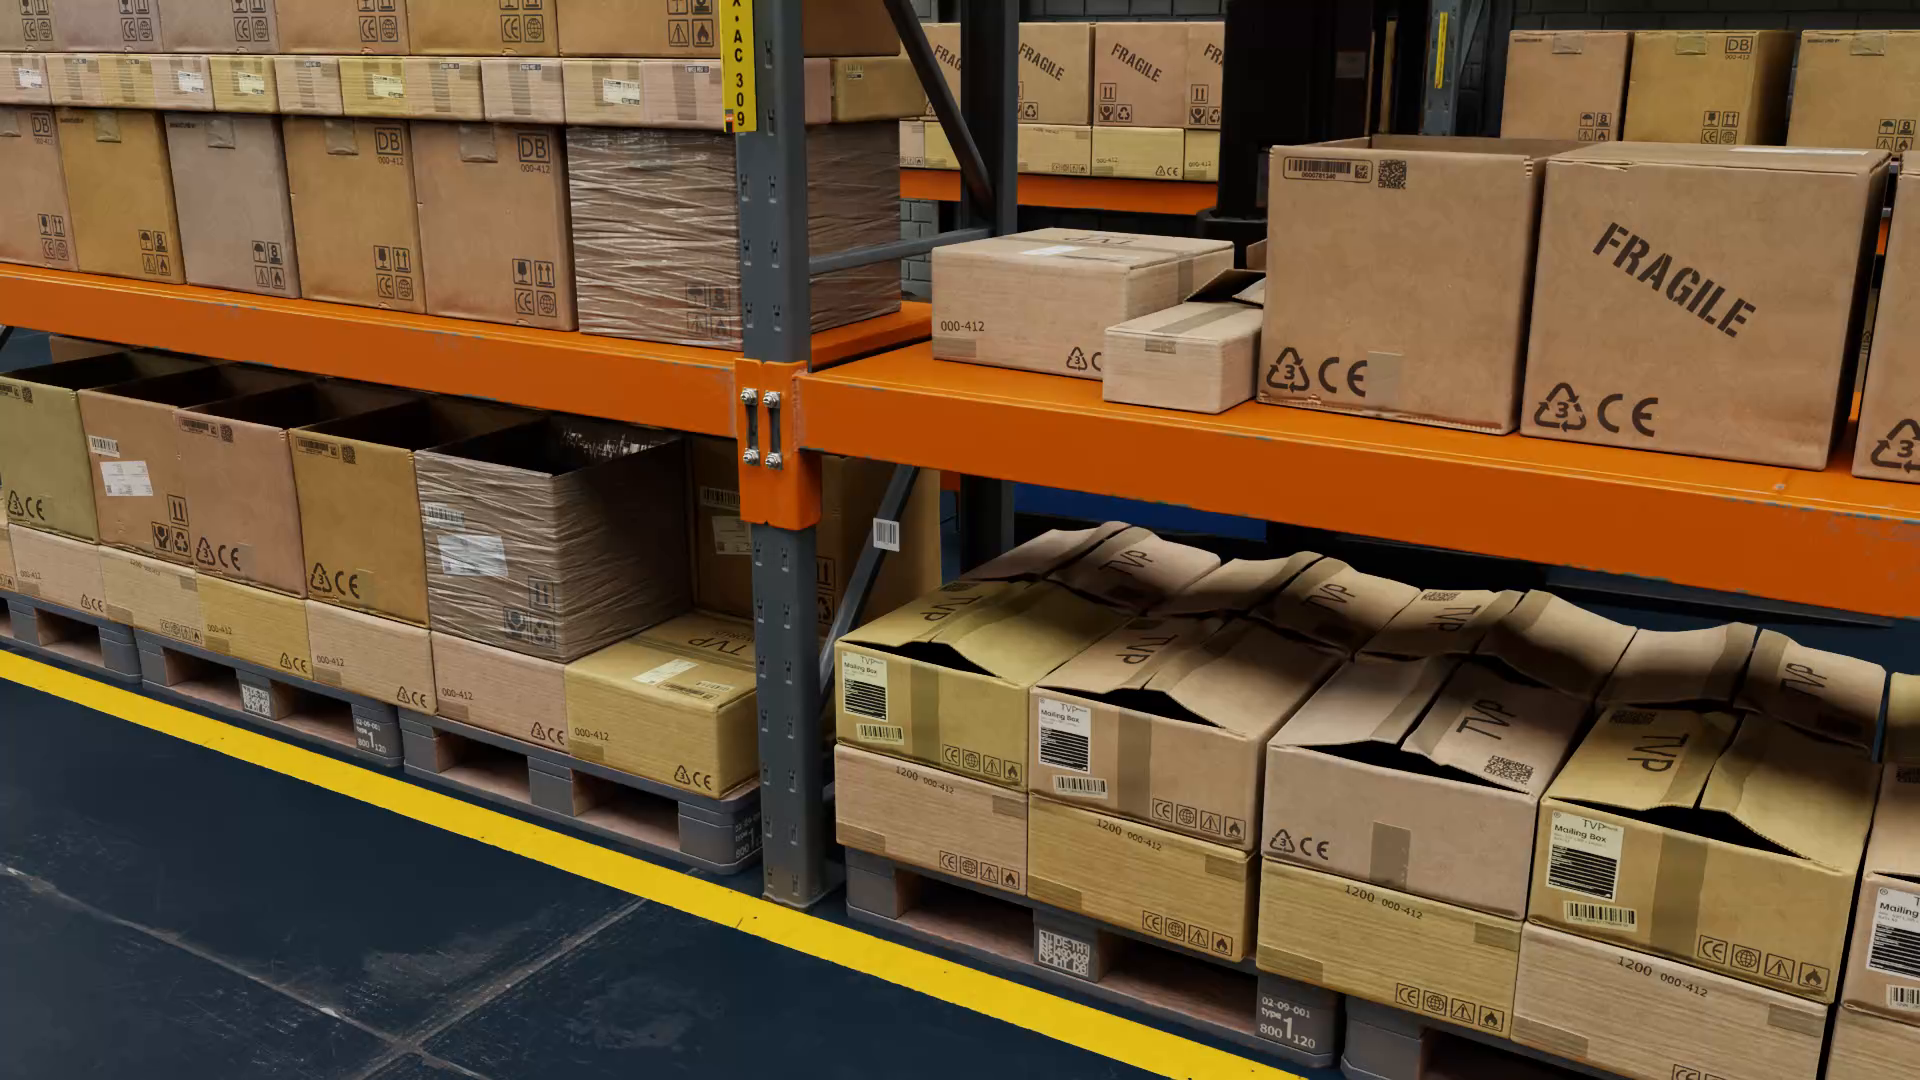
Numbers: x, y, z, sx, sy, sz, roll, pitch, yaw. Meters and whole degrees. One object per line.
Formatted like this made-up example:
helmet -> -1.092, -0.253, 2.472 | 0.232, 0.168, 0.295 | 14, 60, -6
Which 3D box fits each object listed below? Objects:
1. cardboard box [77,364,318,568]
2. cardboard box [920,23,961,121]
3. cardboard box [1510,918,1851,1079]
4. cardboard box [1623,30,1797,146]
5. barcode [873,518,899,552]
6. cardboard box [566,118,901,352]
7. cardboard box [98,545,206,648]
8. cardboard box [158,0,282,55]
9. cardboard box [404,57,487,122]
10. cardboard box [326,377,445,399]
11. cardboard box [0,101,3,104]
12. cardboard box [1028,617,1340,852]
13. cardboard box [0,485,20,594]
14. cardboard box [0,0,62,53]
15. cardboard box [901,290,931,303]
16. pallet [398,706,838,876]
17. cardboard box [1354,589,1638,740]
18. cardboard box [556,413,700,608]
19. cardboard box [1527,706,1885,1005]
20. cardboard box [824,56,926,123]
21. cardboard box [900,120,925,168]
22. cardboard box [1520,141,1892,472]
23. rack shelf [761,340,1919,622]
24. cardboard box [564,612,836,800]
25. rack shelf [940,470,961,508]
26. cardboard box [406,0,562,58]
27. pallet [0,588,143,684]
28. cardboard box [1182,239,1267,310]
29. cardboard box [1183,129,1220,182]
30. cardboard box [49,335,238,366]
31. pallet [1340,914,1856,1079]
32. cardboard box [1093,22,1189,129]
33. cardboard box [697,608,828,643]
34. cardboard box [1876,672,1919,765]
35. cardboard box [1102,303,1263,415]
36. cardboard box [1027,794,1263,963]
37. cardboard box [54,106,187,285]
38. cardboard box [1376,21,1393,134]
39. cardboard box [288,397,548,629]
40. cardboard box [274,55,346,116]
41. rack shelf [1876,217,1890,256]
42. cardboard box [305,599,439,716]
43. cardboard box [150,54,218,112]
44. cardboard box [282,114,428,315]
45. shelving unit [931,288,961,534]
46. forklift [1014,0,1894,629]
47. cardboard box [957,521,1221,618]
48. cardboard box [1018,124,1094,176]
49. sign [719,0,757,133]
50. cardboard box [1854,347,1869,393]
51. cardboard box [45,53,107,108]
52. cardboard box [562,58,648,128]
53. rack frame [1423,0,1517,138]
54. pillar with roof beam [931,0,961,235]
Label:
cardboard box -> -2.370, -0.247, 5.252 | 0.500, 0.500, 0.500 | 10, 20, 30
cardboard box -> 0.122, -2.507, 8.908 | 0.500, 0.500, 0.500 | 9, 19, 28
cardboard box -> 1.363, 0.791, 3.123 | 0.500, 0.250, 0.500 | 11, 20, 31
cardboard box -> 3.316, -1.993, 7.352 | 0.500, 0.500, 0.700 | 13, 21, 36
barcode -> -0.162, -0.012, 3.651 | 0.075, 0.075, 0.001 | 10, 20, 30
cardboard box -> -0.543, -0.794, 4.161 | 0.500, 0.500, 0.700 | 10, 19, 29
cardboard box -> -2.376, 0.114, 5.352 | 0.500, 0.250, 0.500 | 10, 20, 30
cardboard box -> -1.826, -1.643, 4.726 | 0.500, 0.500, 0.700 | 10, 20, 30
cardboard box -> -1.164, -1.143, 4.196 | 0.250, 0.149, 0.380 | 10, 20, 30
cardboard box -> -1.672, -0.300, 5.425 | 0.500, 0.500, 0.500 | 10, 20, 30
cardboard box -> -2.910, -1.456, 5.224 | 0.250, 0.149, 0.380 | 10, 20, 30
cardboard box -> 0.484, 0.369, 3.550 | 0.500, 0.311, 0.500 | 10, 19, 29
cardboard box -> -3.229, -0.037, 5.850 | 0.500, 0.250, 0.500 | 10, 20, 30
cardboard box -> -2.683, -1.796, 5.229 | 0.500, 0.500, 0.700 | 10, 19, 29
cardboard box -> -0.438, -1.312, 9.909 | 0.500, 0.311, 0.500 | 8, 19, 24
pallet -> -0.817, 0.523, 4.796 | 1.213, 0.211, 1.003 | 10, 20, 30
cardboard box -> 1.204, 0.311, 3.739 | 0.500, 0.311, 0.500 | 10, 20, 30
cardboard box -> -0.823, -0.146, 4.919 | 0.500, 0.500, 0.500 | 10, 20, 30
cardboard box -> 1.371, 0.525, 3.037 | 0.500, 0.311, 0.500 | 11, 20, 32
cardboard box -> -0.289, -1.127, 4.142 | 0.250, 0.149, 0.380 | 10, 20, 30
cardboard box -> -0.281, -2.225, 9.269 | 0.500, 0.250, 0.500 | 9, 19, 28
cardboard box -> 1.360, -0.450, 3.031 | 0.500, 0.500, 0.500 | 10, 20, 30
rack shelf -> 1.543, -0.031, 3.061 | 4.000, 0.370, 1.077 | 10, 20, 30
cardboard box -> -0.671, 0.418, 4.351 | 0.500, 0.250, 0.500 | 10, 20, 30
rack shelf -> 0.046, -0.218, 6.786 | 0.240, 0.259, 0.215 | 10, 20, 30
cardboard box -> -0.974, -1.491, 4.224 | 0.500, 0.500, 0.700 | 10, 20, 30
pallet -> -2.896, 0.152, 6.018 | 1.213, 0.211, 1.003 | 10, 20, 30
cardboard box -> 0.684, -0.527, 3.687 | 0.258, 0.266, 0.396 | 10, 19, 29
cardboard box -> 1.445, -1.920, 8.264 | 0.500, 0.250, 0.500 | 10, 20, 30
cardboard box -> -2.957, -0.524, 6.165 | 0.500, 0.500, 0.500 | 10, 20, 30
pallet -> 1.530, 0.942, 3.416 | 1.213, 0.211, 1.003 | 10, 20, 30
cardboard box -> 1.011, -2.353, 8.400 | 0.500, 0.500, 0.500 | 9, 19, 28
cardboard box -> -0.398, 0.289, 4.776 | 0.500, 0.250, 0.500 | 10, 20, 30
cardboard box -> 2.069, 0.467, 3.228 | 0.500, 0.311, 0.500 | 10, 19, 29
cardboard box -> 0.487, -0.374, 3.384 | 0.250, 0.149, 0.380 | 10, 20, 30
cardboard box -> 0.487, 0.636, 3.636 | 0.500, 0.250, 0.500 | 11, 20, 31
cardboard box -> -2.309, -1.106, 5.190 | 0.500, 0.500, 0.700 | 10, 20, 30
cardboard box -> 1.863, -2.199, 7.894 | 0.500, 0.500, 0.500 | 10, 20, 30
cardboard box -> -1.519, -0.094, 4.749 | 0.500, 0.500, 0.500 | 10, 20, 30
cardboard box -> -1.587, -1.220, 4.448 | 0.250, 0.149, 0.380 | 11, 20, 32
rack shelf -> 4.132, -1.259, 7.102 | 4.000, 0.370, 1.077 | 10, 20, 30
cardboard box -> -1.526, 0.268, 4.848 | 0.500, 0.250, 0.500 | 10, 20, 30
cardboard box -> -2.039, -1.299, 4.710 | 0.250, 0.149, 0.380 | 10, 20, 31
cardboard box -> -1.421, -0.949, 4.674 | 0.500, 0.500, 0.700 | 10, 20, 31
shelving unit -> 0.046, -0.494, 6.702 | 0.252, 1.050, 0.215 | 10, 20, 30
forklift -> 1.685, -1.185, 5.738 | 3.031, 2.935, 1.130 | 7, 18, 23
cardboard box -> 0.334, 0.157, 4.246 | 0.500, 0.311, 0.500 | 10, 20, 30
cardboard box -> 0.579, -2.069, 8.754 | 0.500, 0.250, 0.500 | 10, 20, 31
sign -> -0.451, -0.994, 3.368 | 0.005, 0.325, 0.100 | 10, 20, 30
cardboard box -> 3.944, -0.660, 7.437 | 0.500, 0.500, 0.700 | 10, 20, 31
cardboard box -> -2.468, -1.377, 4.965 | 0.250, 0.149, 0.380 | 9, 19, 28
cardboard box -> -0.715, -1.064, 3.936 | 0.250, 0.149, 0.380 | 10, 19, 29
rack frame -> 2.428, -1.907, 7.999 | 0.127, 3.000, 1.000 | 10, 20, 30
pillar with roof beam -> -2.185, -4.428, 5.975 | 0.400, 9.000, 9.100 | 10, 20, 30
